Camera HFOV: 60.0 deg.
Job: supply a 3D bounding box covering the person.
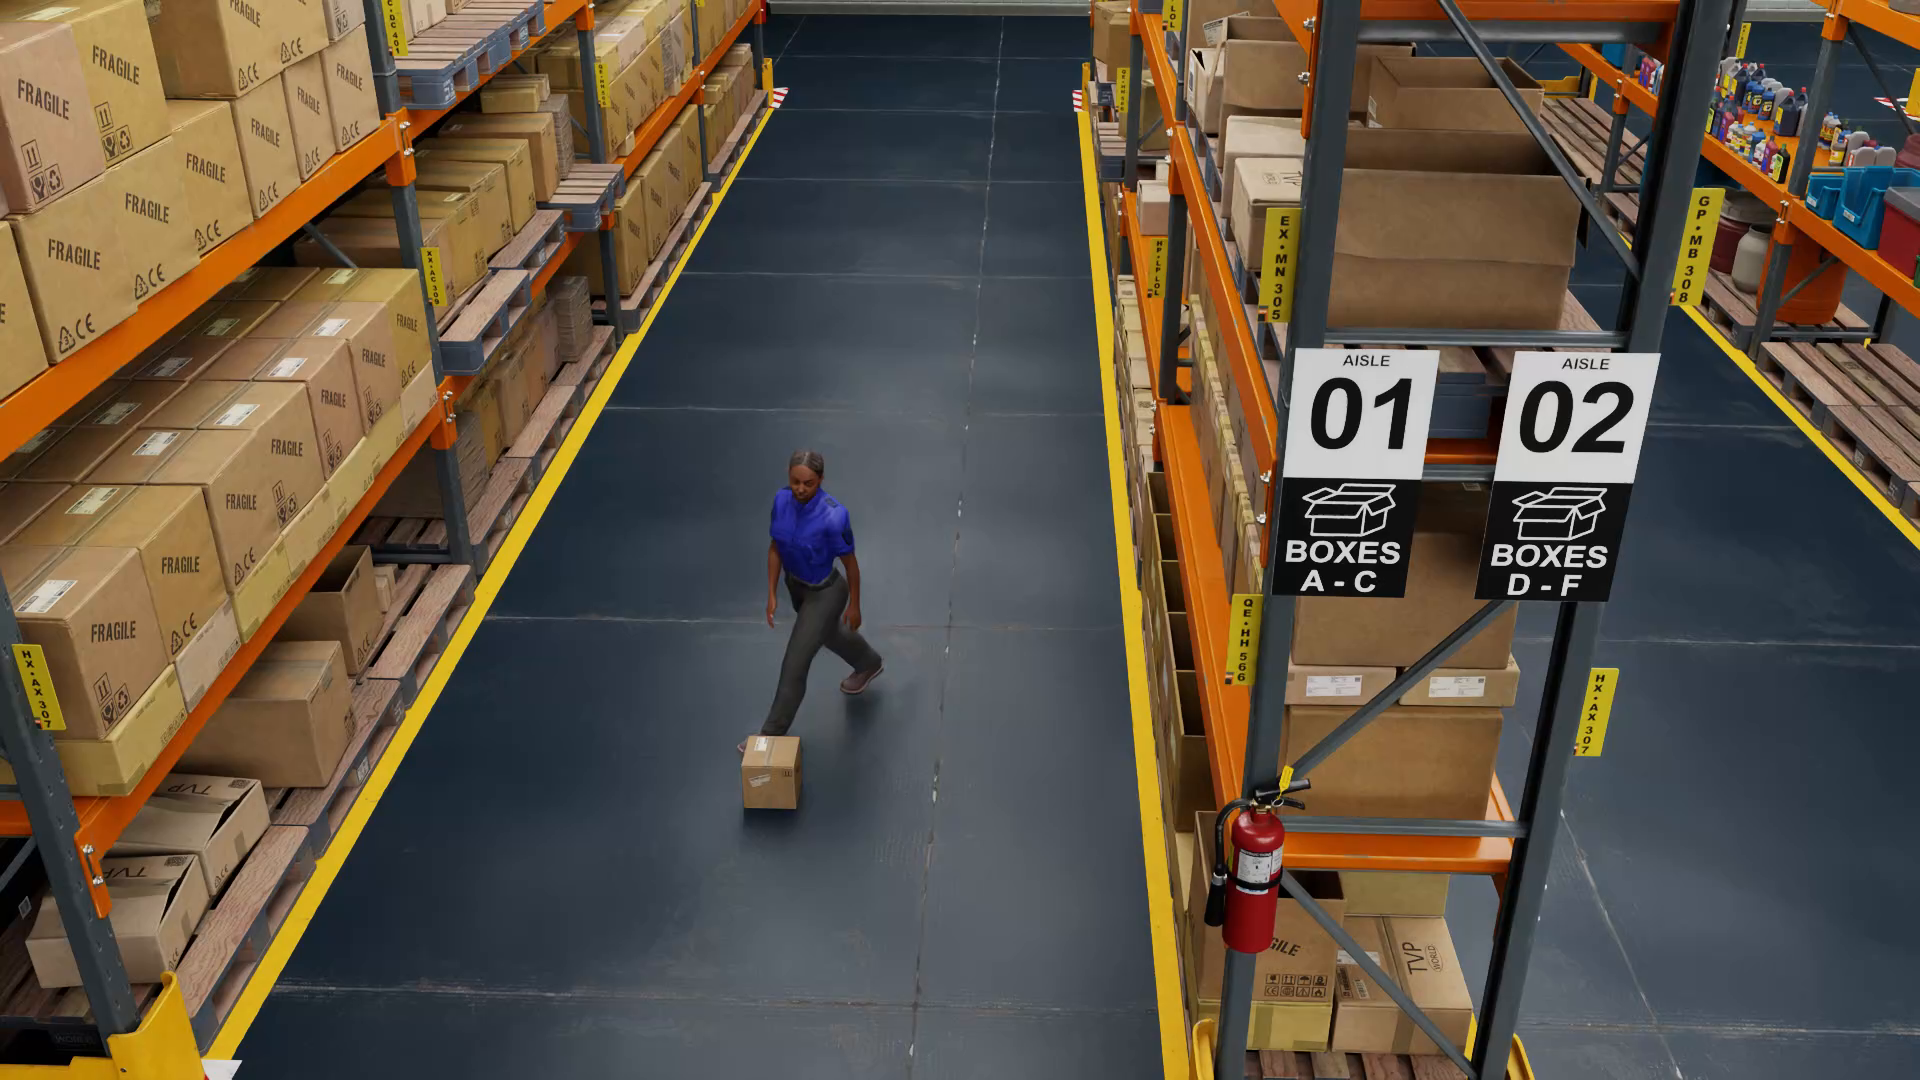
[{"bbox_3d":[-0.708,0.258,8.171,1.029,1.602,0.433,-24,37,-38],"label":"person"}]
